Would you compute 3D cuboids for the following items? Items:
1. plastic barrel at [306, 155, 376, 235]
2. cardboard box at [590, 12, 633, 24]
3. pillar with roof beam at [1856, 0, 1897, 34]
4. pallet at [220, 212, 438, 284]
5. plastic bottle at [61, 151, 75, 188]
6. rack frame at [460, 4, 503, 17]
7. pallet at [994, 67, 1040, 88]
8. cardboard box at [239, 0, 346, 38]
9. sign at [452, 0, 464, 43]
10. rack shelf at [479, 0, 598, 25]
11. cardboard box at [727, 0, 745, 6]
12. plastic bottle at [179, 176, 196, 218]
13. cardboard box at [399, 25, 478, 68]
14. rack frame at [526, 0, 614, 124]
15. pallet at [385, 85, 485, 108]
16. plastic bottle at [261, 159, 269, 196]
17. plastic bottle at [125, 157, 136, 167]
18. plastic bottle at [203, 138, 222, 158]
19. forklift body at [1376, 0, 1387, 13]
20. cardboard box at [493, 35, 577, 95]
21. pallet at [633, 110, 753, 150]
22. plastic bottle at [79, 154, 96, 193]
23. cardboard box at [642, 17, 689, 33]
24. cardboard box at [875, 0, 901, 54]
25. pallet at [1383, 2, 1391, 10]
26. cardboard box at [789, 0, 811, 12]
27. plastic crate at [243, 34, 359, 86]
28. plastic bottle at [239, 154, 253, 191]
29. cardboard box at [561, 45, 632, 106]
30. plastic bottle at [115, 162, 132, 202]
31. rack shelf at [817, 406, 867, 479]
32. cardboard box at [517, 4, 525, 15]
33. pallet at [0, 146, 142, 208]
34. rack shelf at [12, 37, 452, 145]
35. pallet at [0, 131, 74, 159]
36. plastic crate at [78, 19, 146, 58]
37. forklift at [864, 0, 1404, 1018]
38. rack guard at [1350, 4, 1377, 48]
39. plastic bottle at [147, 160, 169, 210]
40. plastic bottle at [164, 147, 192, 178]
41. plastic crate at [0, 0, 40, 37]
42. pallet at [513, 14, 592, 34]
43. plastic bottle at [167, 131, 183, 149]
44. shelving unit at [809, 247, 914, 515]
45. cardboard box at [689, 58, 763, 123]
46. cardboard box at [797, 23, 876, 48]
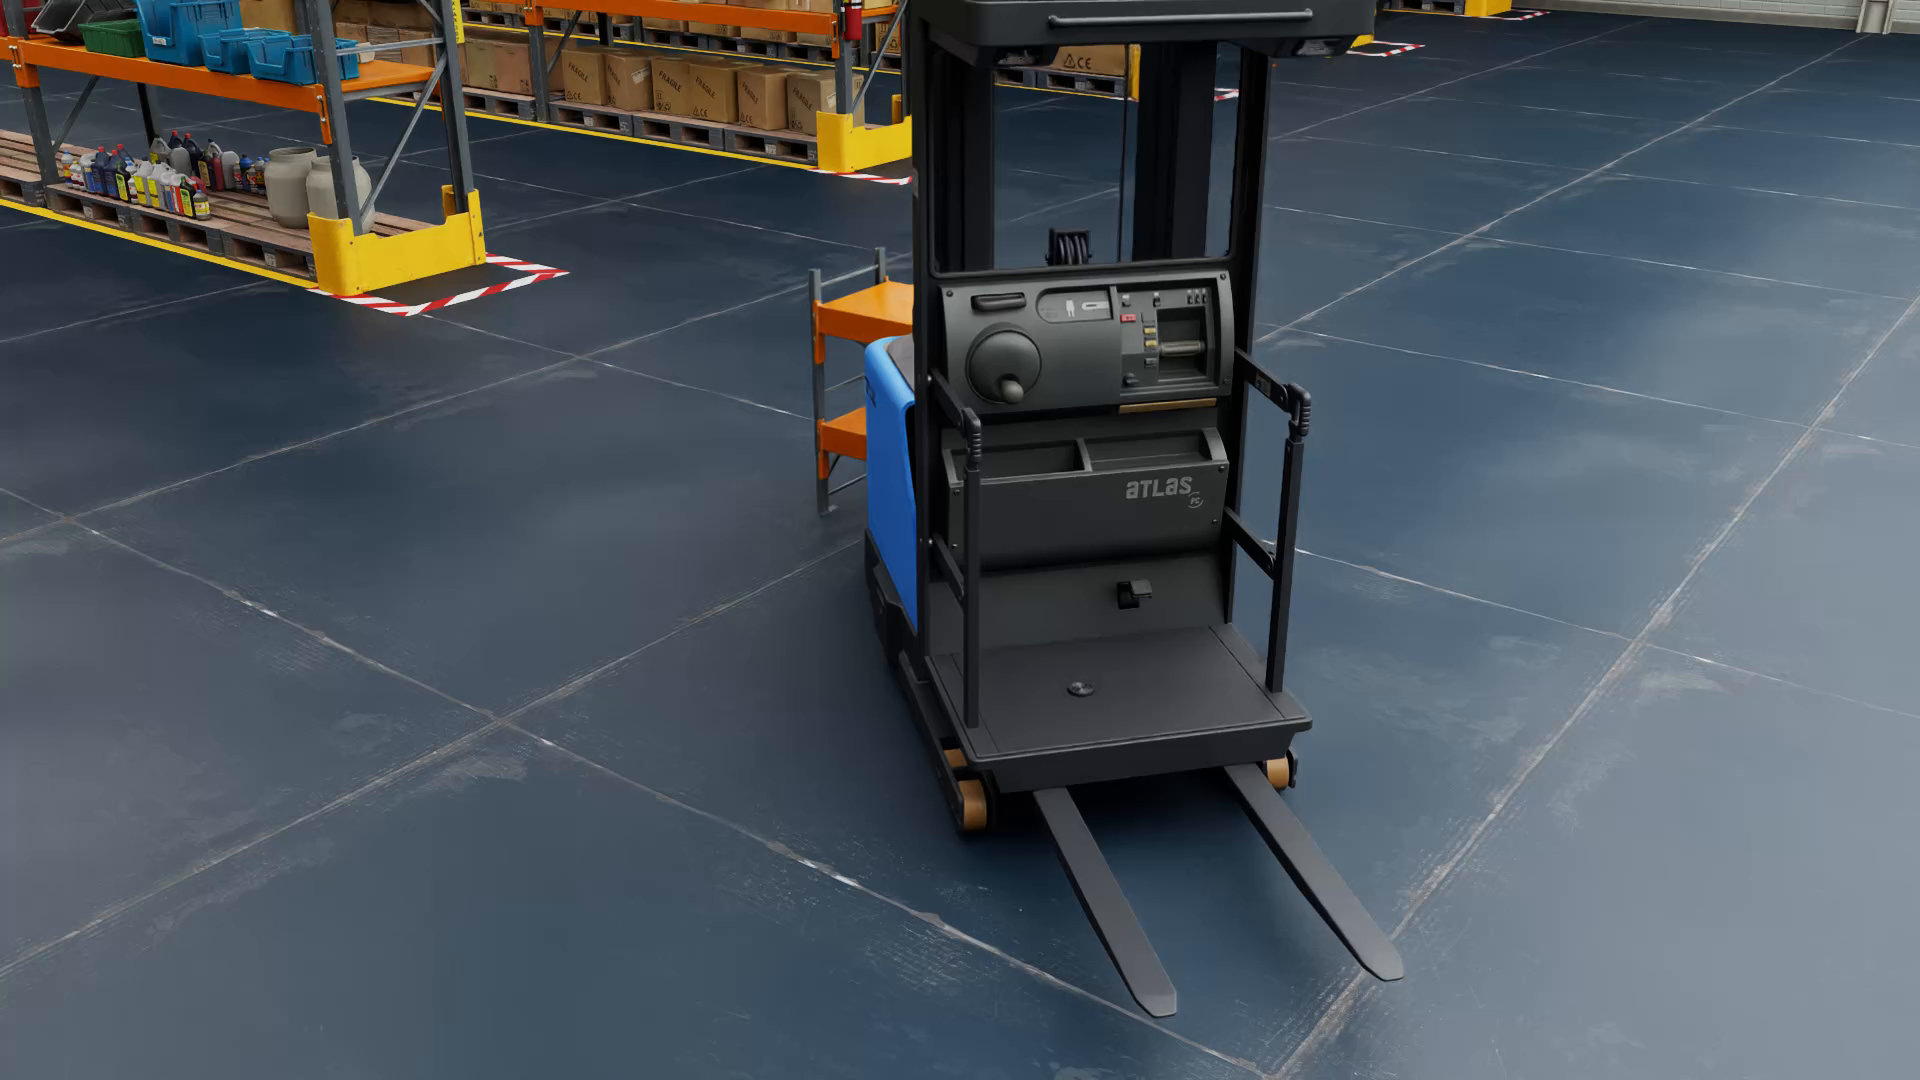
[{"bbox_3d":[-4.274,-2.369,11.472,0.421,0.512,0.421,0,24,0],"label":"plastic barrel"},{"bbox_3d":[-4.760,-7.413,22.933,0.500,0.500,0.500,17,29,33],"label":"cardboard box"},{"bbox_3d":[10.389,-9.943,18.657,0.400,9.000,9.100,17,29,33],"label":"pillar with roof beam"},{"bbox_3d":[-4.437,-2.106,11.769,1.213,0.211,1.003,17,29,33],"label":"pallet"},{"bbox_3d":[-6.910,-2.883,12.910,0.097,0.271,0.097,0,24,0],"label":"plastic bottle"},{"bbox_3d":[-7.278,-9.257,24.539,0.127,3.000,1.000,17,29,33],"label":"rack frame"},{"bbox_3d":[0.666,-5.542,19.567,1.213,0.211,1.003,17,29,33],"label":"pallet"},{"bbox_3d":[-7.672,-6.107,19.505,0.875,0.875,1.225,15,28,31],"label":"cardboard box"},{"bbox_3d":[-3.368,-3.484,11.094,0.005,0.325,0.100,17,29,33],"label":"sign"},{"bbox_3d":[-5.532,-5.901,17.815,4.000,0.370,1.077,17,29,33],"label":"rack shelf"},{"bbox_3d":[-1.879,-4.910,14.986,0.250,0.149,0.380,17,29,33],"label":"cardboard box"},{"bbox_3d":[-5.538,-2.464,11.946,0.133,0.283,0.061,18,29,35],"label":"plastic bottle"},{"bbox_3d":[-5.675,-5.351,18.228,0.500,0.500,0.700,20,31,38],"label":"cardboard box"},{"bbox_3d":[-3.932,-5.746,16.572,0.127,3.000,1.000,17,29,33],"label":"rack frame"},{"bbox_3d":[-5.536,-4.953,18.229,1.213,0.211,1.003,17,29,33],"label":"pallet"},{"bbox_3d":[-5.240,-2.756,12.622,0.097,0.271,0.097,0,24,0],"label":"plastic bottle"},{"bbox_3d":[-6.317,-2.776,12.668,0.097,0.271,0.097,0,24,0],"label":"plastic bottle"},{"bbox_3d":[-5.802,-2.950,12.965,0.185,0.351,0.144,17,29,33],"label":"plastic bottle"},{"bbox_3d":[5.575,-9.060,25.146,1.214,2.155,2.313,17,29,33],"label":"forklift body"},{"bbox_3d":[-4.410,-4.959,17.340,0.500,0.500,0.700,14,28,29],"label":"cardboard box"},{"bbox_3d":[-2.393,-4.024,16.122,1.213,0.211,1.003,17,29,33],"label":"pallet"},{"bbox_3d":[-6.635,-2.815,12.752,0.135,0.276,0.152,18,30,35],"label":"plastic bottle"},{"bbox_3d":[-3.644,-7.276,22.313,0.750,0.750,1.050,16,29,33],"label":"cardboard box"},{"bbox_3d":[-0.415,-6.367,20.096,0.875,0.875,0.875,17,29,34],"label":"cardboard box"},{"bbox_3d":[6.577,-8.769,26.891,1.213,0.211,1.003,17,29,33],"label":"pallet"},{"bbox_3d":[-1.283,-4.727,14.570,0.250,0.149,0.380,17,29,33],"label":"cardboard box"},{"bbox_3d":[-4.282,-3.138,10.835,0.616,0.251,0.499,17,29,33],"label":"plastic crate"},{"bbox_3d":[-5.482,-2.829,12.789,0.097,0.271,0.097,0,24,0],"label":"plastic bottle"},{"bbox_3d":[-3.636,-4.685,16.742,0.500,0.500,0.500,16,28,32],"label":"cardboard box"},{"bbox_3d":[-6.247,-2.679,12.432,0.133,0.283,0.061,18,30,36],"label":"plastic bottle"},{"bbox_3d":[-0.072,-0.371,7.304,1.000,0.278,0.538,16,28,32],"label":"rack shelf"},{"bbox_3d":[-5.994,-7.791,23.792,0.500,0.500,0.500,17,29,34],"label":"cardboard box"},{"bbox_3d":[-7.554,-3.050,13.910,1.213,0.211,1.003,17,29,33],"label":"pallet"},{"bbox_3d":[-5.302,-3.336,11.992,4.000,0.370,1.077,17,29,33],"label":"rack shelf"},{"bbox_3d":[-8.534,-3.345,14.579,1.213,0.211,1.003,17,29,33],"label":"pallet"},{"bbox_3d":[-5.985,-3.632,12.036,0.662,0.188,0.450,17,29,33],"label":"plastic crate"},{"bbox_3d":[0.454,-0.599,4.973,1.130,2.935,3.031,-5,24,-12],"label":"forklift"},{"bbox_3d":[5.152,-6.851,22.179,0.348,0.500,1.175,17,29,33],"label":"rack guard"},{"bbox_3d":[-5.865,-2.615,12.205,0.185,0.351,0.144,18,30,35],"label":"plastic bottle"},{"bbox_3d":[-6.129,-2.940,13.035,0.135,0.276,0.152,17,29,33],"label":"plastic bottle"},{"bbox_3d":[-7.473,-4.196,12.974,0.583,0.464,0.402,17,29,33],"label":"plastic crate"},{"bbox_3d":[-5.673,-7.498,24.006,1.213,0.211,1.003,17,29,33],"label":"pallet"},{"bbox_3d":[-6.214,-3.075,13.248,0.185,0.351,0.144,16,28,32],"label":"plastic bottle"},{"bbox_3d":[-0.072,-0.595,7.205,1.048,1.125,0.538,16,28,32],"label":"shelving unit"},{"bbox_3d":[-2.209,-4.275,15.811,0.500,0.500,0.500,20,31,38],"label":"cardboard box"},{"bbox_3d":[-1.427,-6.606,20.792,0.750,0.750,1.050,17,29,33],"label":"cardboard box"}]
